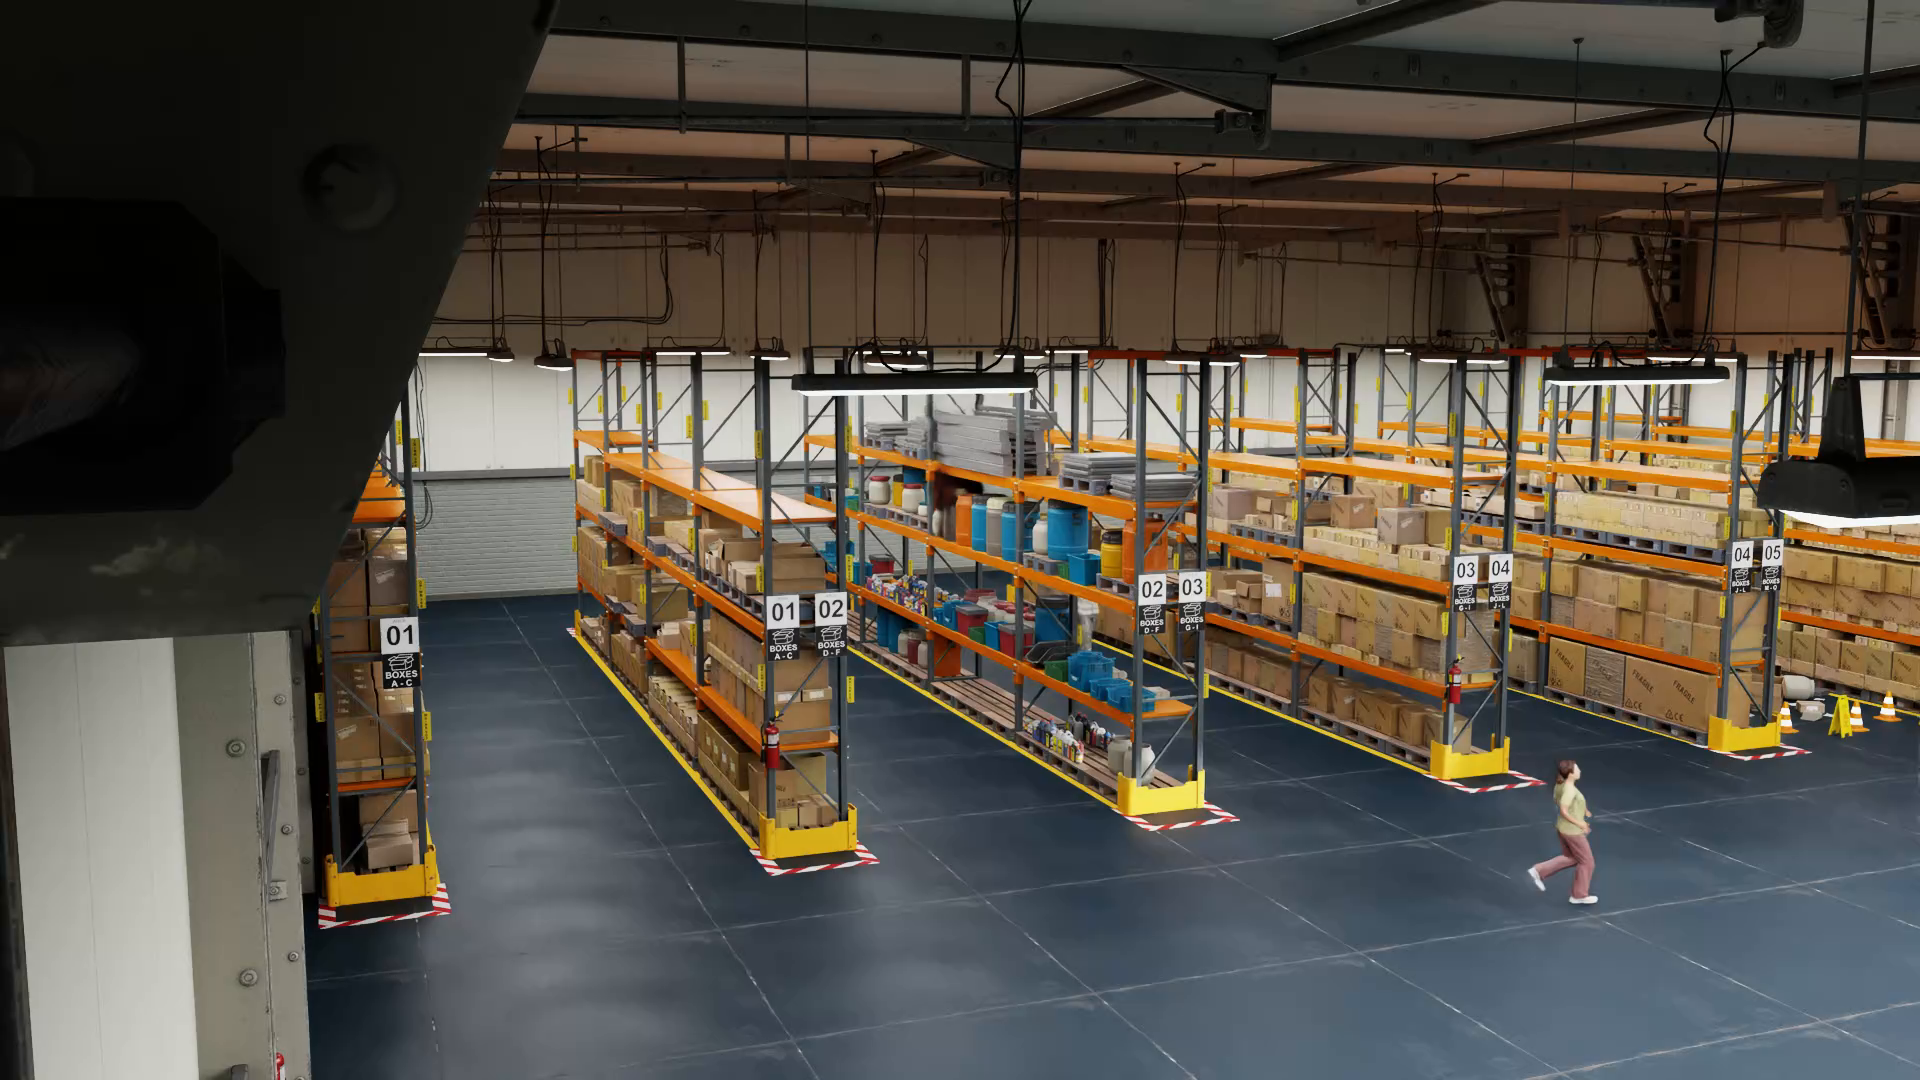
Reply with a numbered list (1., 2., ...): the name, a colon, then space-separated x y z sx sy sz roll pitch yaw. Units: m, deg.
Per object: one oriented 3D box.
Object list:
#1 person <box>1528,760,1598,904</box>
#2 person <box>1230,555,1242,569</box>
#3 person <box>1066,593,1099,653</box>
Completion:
1. person: 6.732 3.234 18.461 0.753 1.628 0.586 1 7 4
2. person: 6.900 0.357 41.599 0.488 1.653 0.642 4 8 32
3. person: 2.340 1.378 30.415 0.678 1.828 0.814 -4 8 -27
